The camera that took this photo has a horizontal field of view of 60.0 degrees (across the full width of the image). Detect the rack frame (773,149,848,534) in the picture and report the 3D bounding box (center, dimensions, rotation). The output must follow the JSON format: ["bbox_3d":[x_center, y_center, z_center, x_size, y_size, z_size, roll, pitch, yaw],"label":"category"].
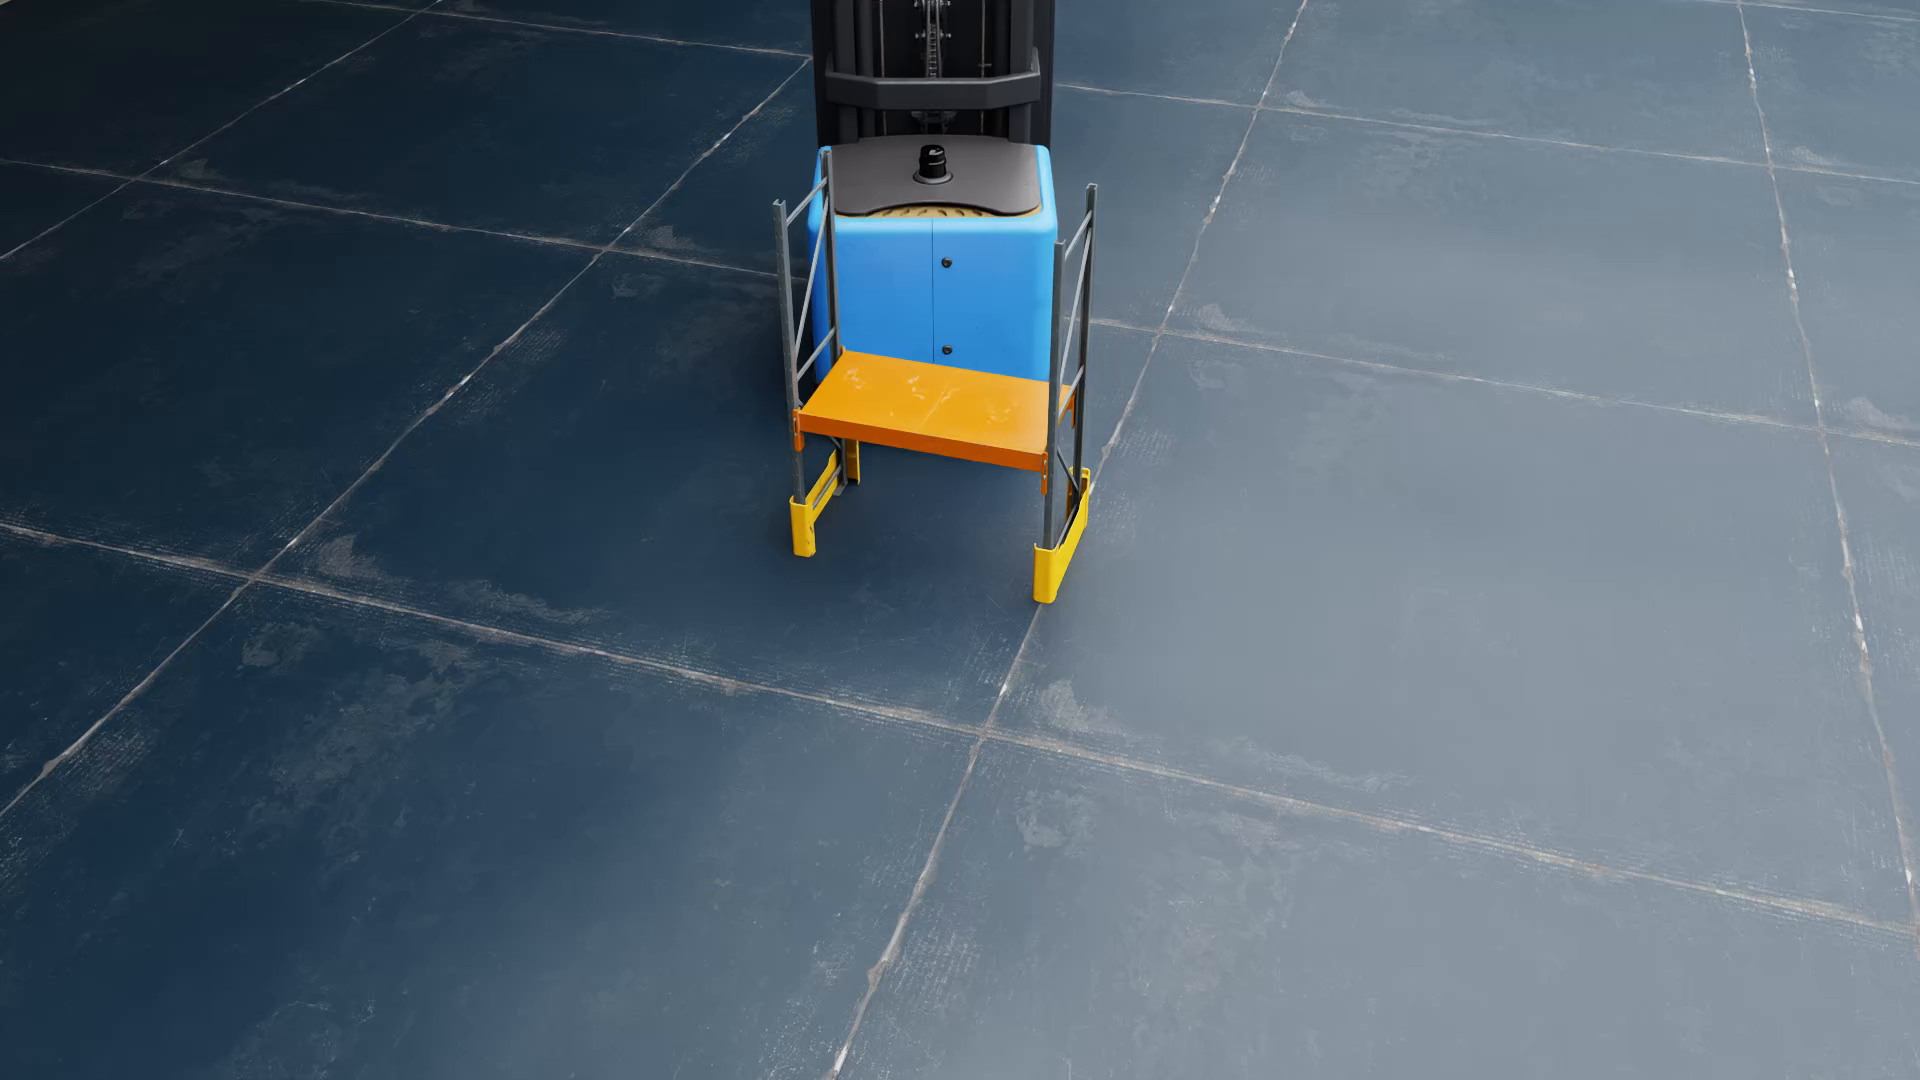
[{"bbox_3d":[-0.567,-0.709,6.448,0.032,1.500,0.500,10,38,14],"label":"rack frame"}]

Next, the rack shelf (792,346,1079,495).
[{"bbox_3d":[-0.081,-0.474,6.433,1.000,0.185,0.538,10,38,14],"label":"rack shelf"}]

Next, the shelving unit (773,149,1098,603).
[{"bbox_3d":[-0.073,-0.618,6.324,1.083,1.500,0.587,10,38,14],"label":"shelving unit"}]

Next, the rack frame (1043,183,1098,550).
[{"bbox_3d":[0.404,-0.529,6.204,0.032,1.500,0.500,10,38,14],"label":"rack frame"}]

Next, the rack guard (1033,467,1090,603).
[{"bbox_3d":[0.403,-0.026,6.575,0.087,0.250,0.587,10,38,14],"label":"rack guard"}]

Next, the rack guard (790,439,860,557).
[{"bbox_3d":[-0.548,-0.202,6.814,0.087,0.250,0.587,10,38,14],"label":"rack guard"}]

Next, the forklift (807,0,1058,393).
[{"bbox_3d":[-0.122,-2.471,7.635,1.130,2.935,3.031,0,36,0],"label":"forklift"}]
